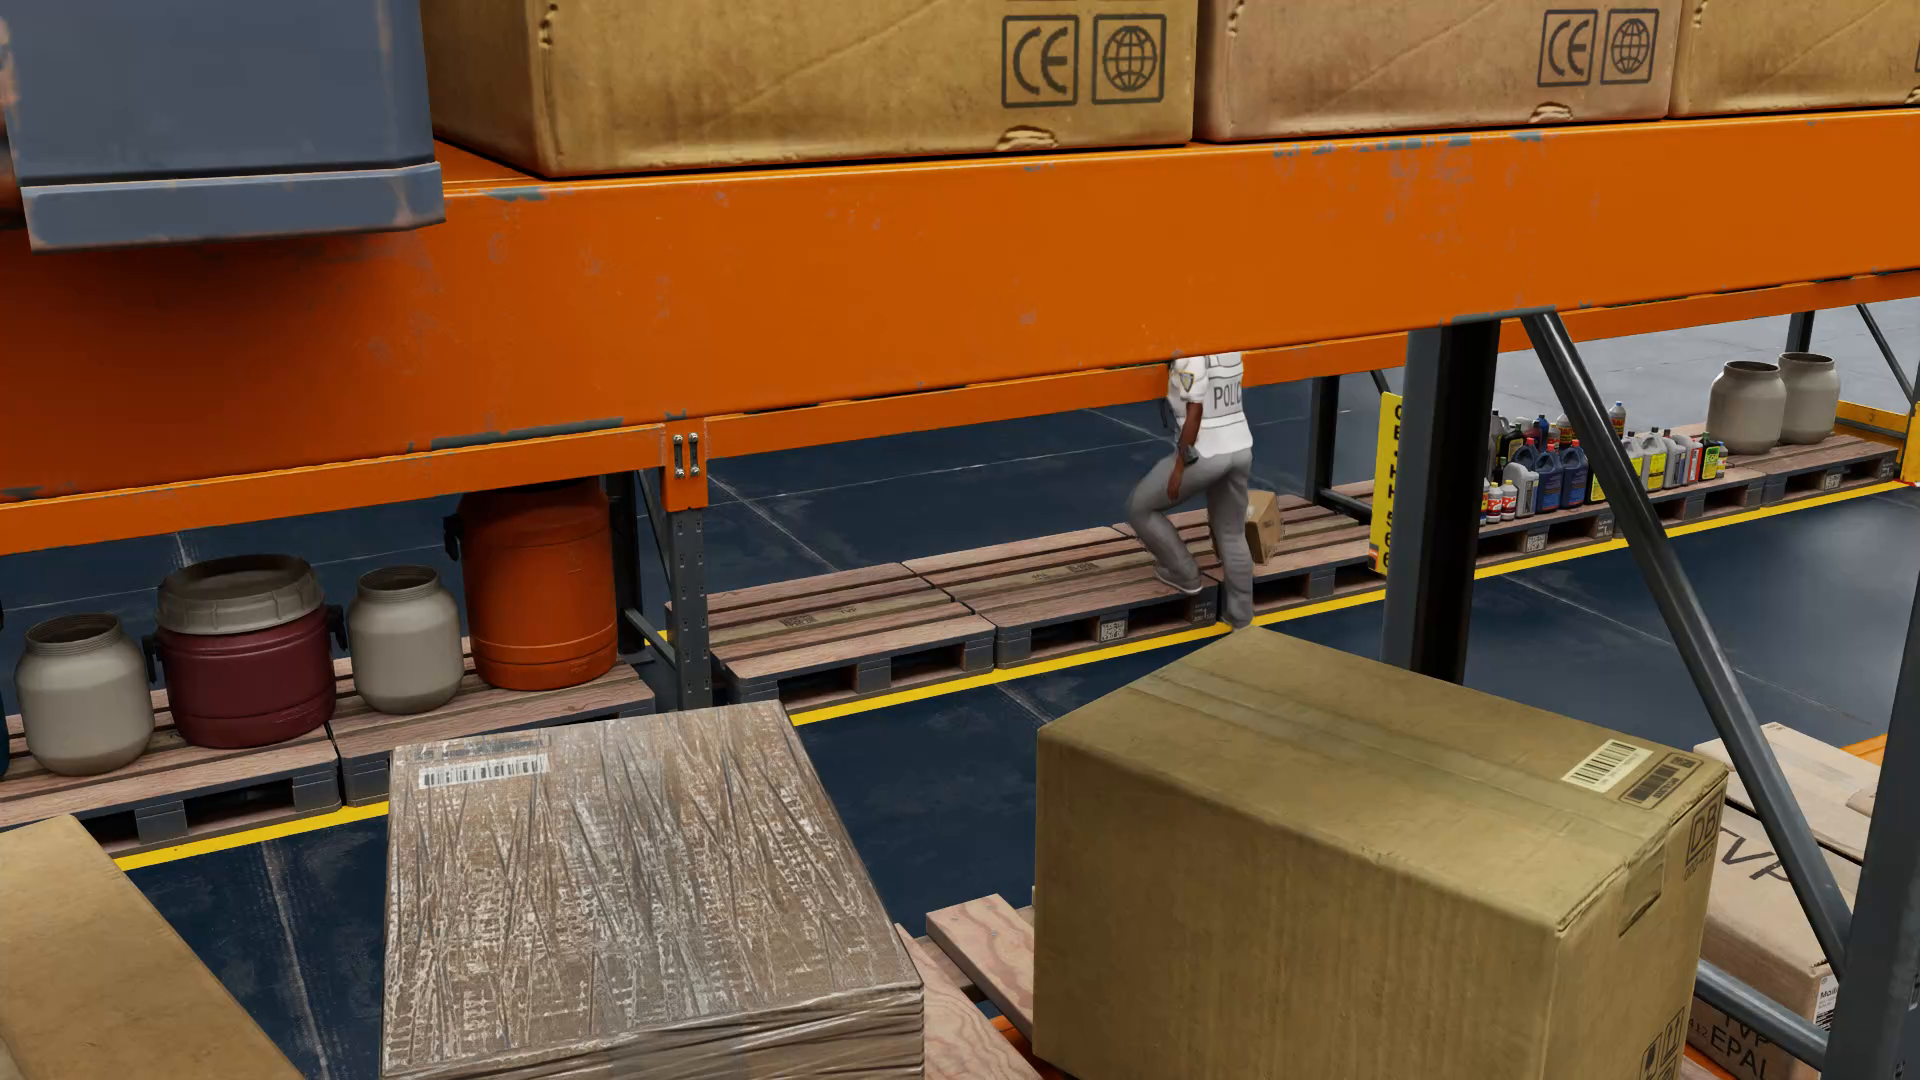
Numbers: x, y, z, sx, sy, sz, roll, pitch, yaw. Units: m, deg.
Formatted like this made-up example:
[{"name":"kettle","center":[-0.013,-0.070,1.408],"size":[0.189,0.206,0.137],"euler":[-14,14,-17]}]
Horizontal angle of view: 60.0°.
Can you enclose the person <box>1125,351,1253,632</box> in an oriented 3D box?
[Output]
[{"name":"person","center":[1.103,-0.370,7.623],"size":[0.532,1.660,0.539],"euler":[14,23,36]}]
